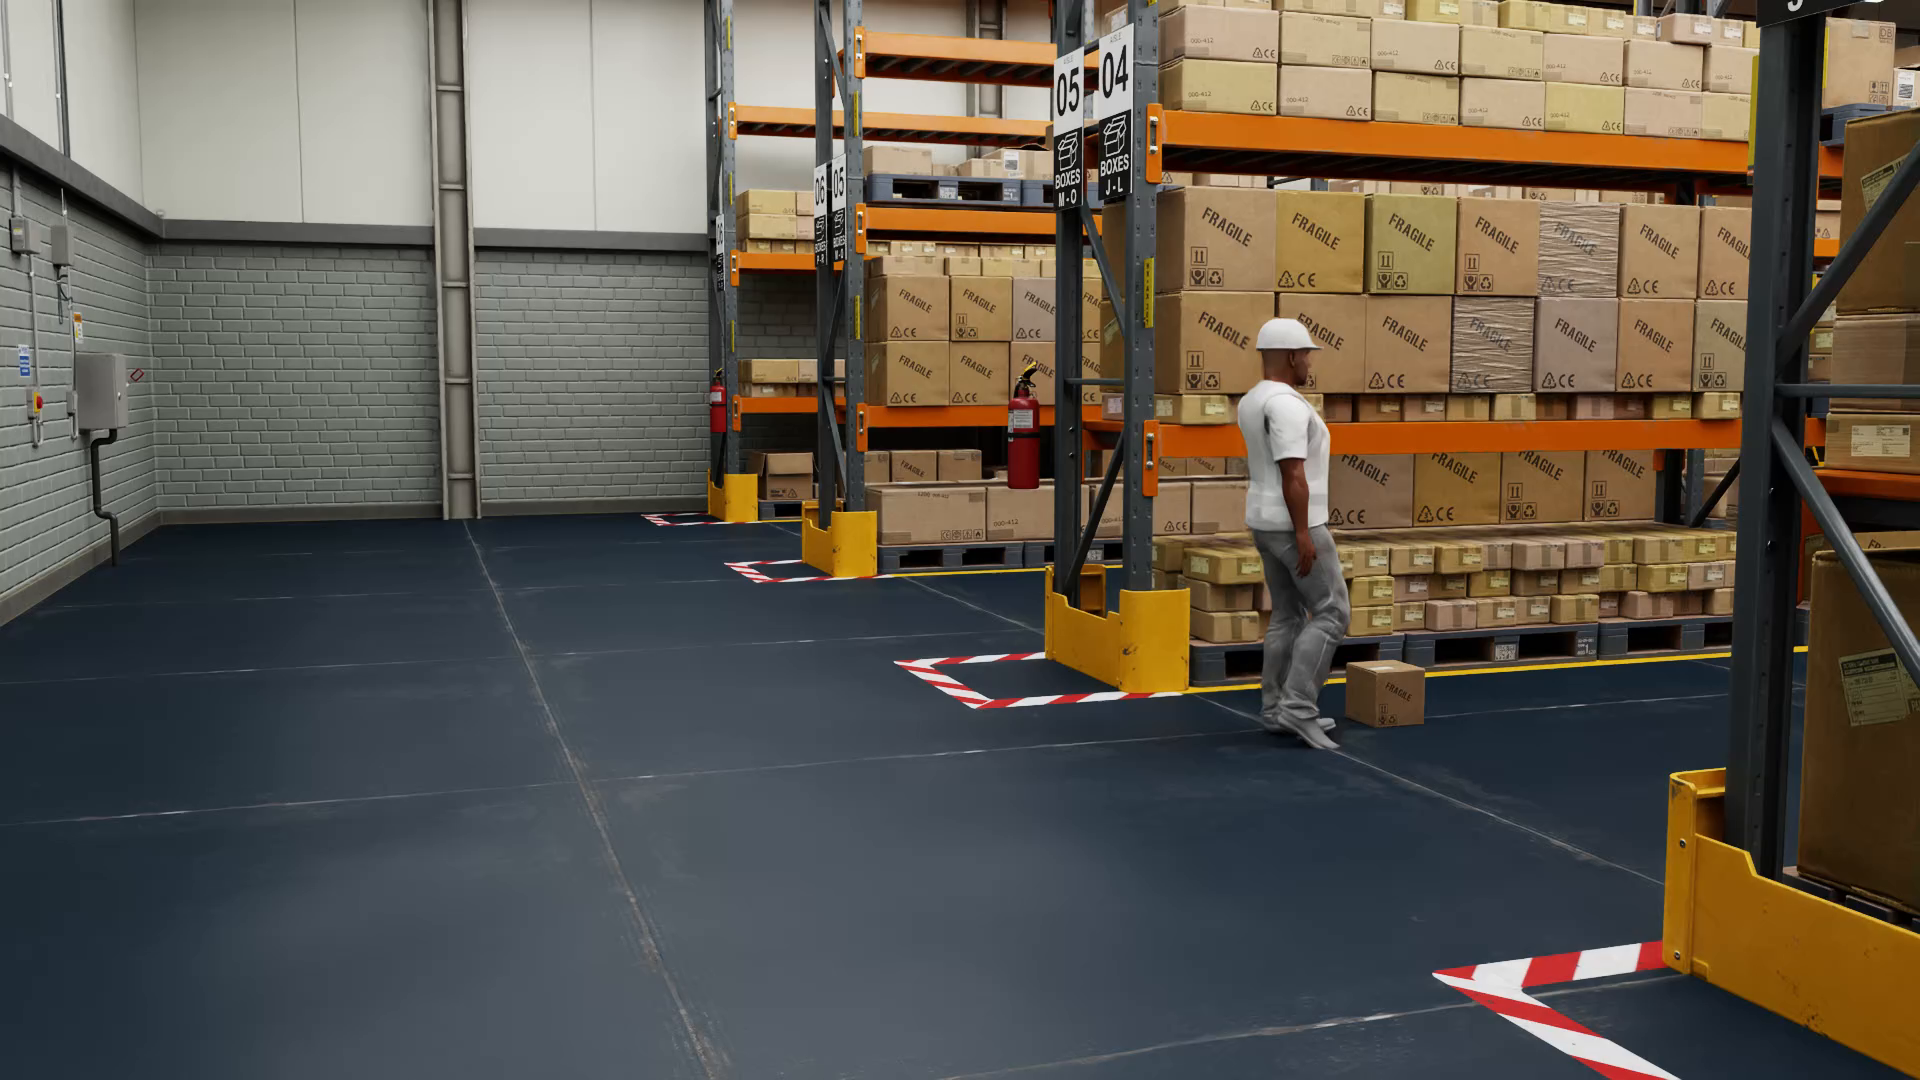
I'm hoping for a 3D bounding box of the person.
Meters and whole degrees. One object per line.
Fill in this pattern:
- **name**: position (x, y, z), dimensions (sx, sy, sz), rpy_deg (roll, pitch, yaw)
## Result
- **person**: position (1.414, -0.018, 7.042), dimensions (0.426, 1.828, 0.602), rpy_deg (-1, 6, -7)
